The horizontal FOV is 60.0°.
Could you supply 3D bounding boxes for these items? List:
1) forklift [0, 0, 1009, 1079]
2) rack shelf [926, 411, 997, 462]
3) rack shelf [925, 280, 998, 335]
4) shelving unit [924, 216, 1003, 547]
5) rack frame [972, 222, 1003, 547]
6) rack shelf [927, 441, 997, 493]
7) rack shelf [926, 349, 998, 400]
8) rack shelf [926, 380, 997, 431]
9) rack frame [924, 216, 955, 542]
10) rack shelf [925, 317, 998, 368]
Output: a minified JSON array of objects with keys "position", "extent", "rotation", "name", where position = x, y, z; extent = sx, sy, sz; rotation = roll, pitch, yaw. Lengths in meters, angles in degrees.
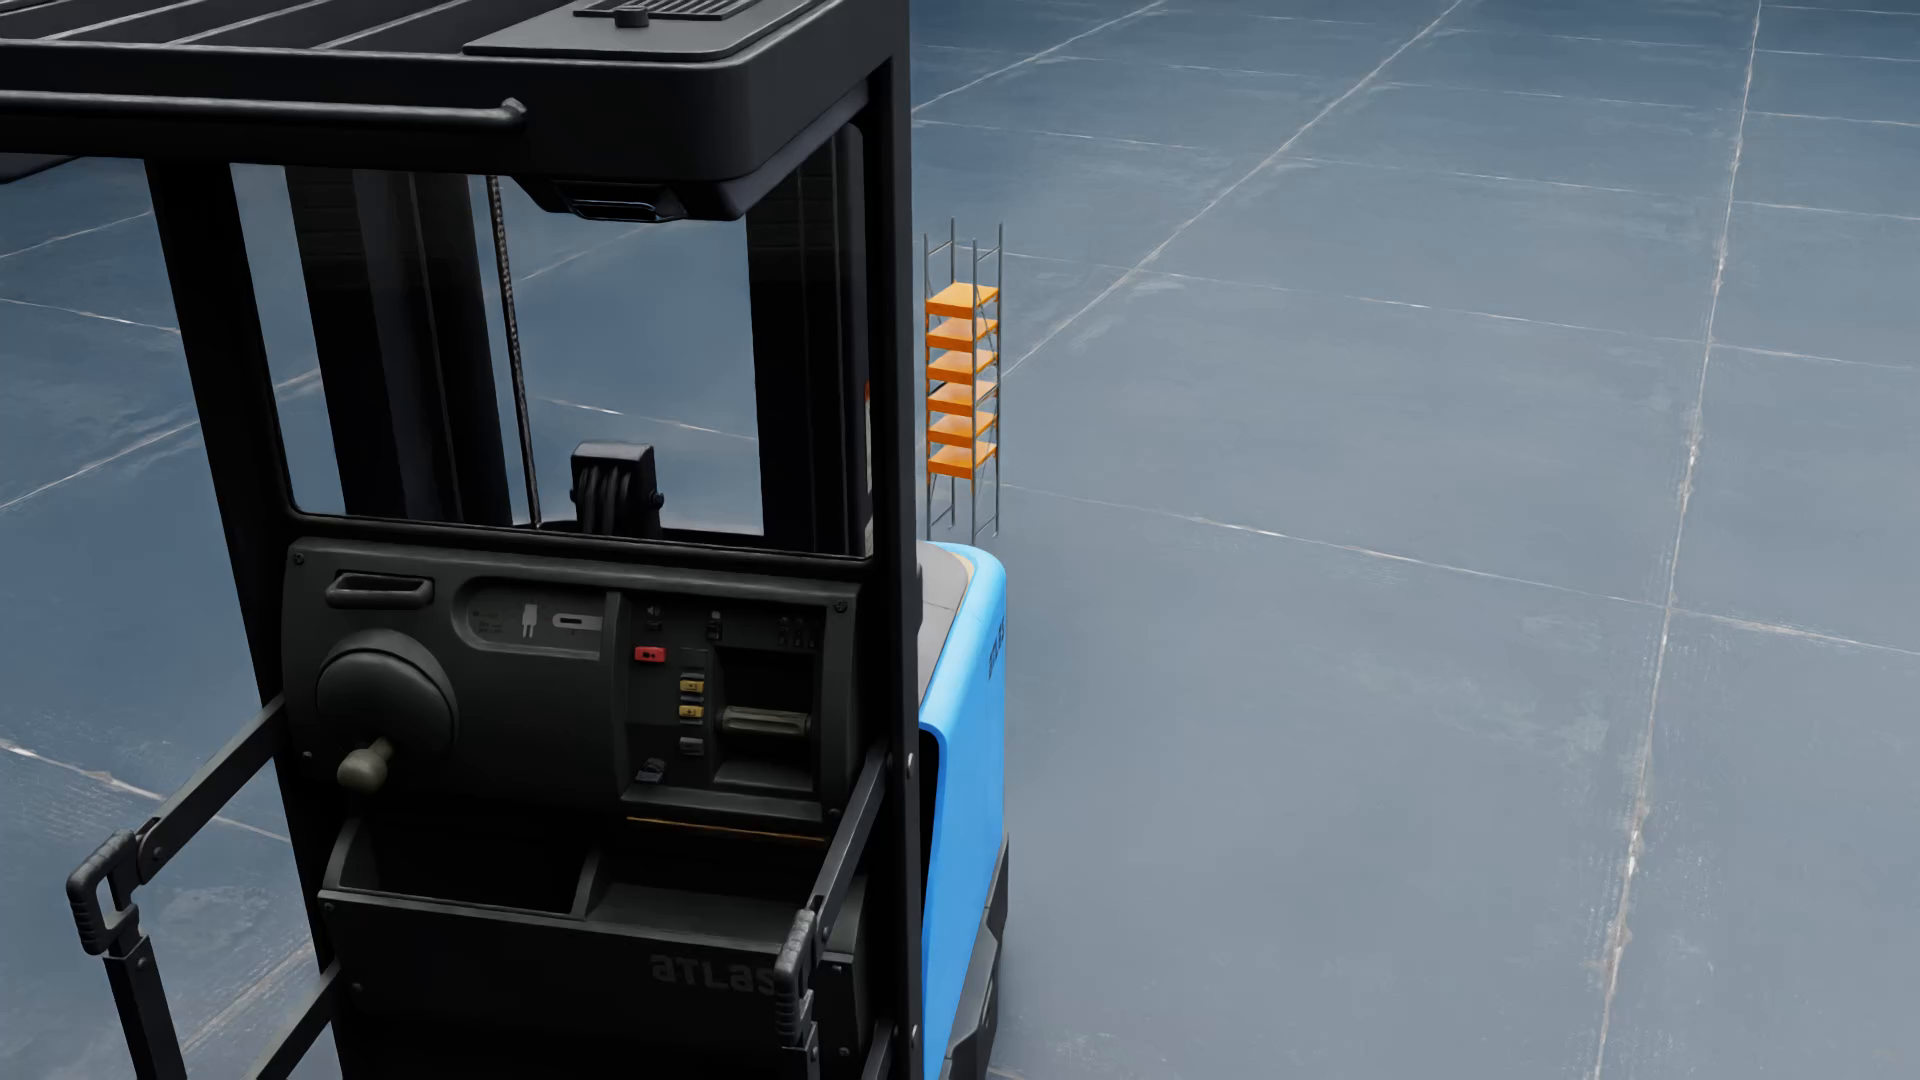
[{"position":[-0.652,0.263,2.398],"extent":[1.130,2.935,3.031],"rotation":[5,27,9],"name":"forklift"},{"position":[0.013,-0.388,6.052],"extent":[0.180,0.103,0.258],"rotation":[11,28,22],"name":"rack shelf"},{"position":[0.013,-0.819,5.840],"extent":[0.180,0.103,0.258],"rotation":[11,28,22],"name":"rack shelf"},{"position":[0.013,-0.536,5.980],"extent":[0.189,1.200,0.258],"rotation":[11,28,22],"name":"shelving unit"},{"position":[0.096,-0.519,5.946],"extent":[0.006,1.200,0.240],"rotation":[11,28,22],"name":"rack frame"},{"position":[0.013,-0.280,6.105],"extent":[0.180,0.103,0.258],"rotation":[11,28,22],"name":"rack shelf"},{"position":[0.013,-0.603,5.946],"extent":[0.180,0.103,0.258],"rotation":[11,28,22],"name":"rack shelf"},{"position":[0.013,-0.496,5.999],"extent":[0.180,0.103,0.258],"rotation":[11,28,22],"name":"rack shelf"},{"position":[-0.070,-0.552,6.014],"extent":[0.006,1.200,0.240],"rotation":[11,28,22],"name":"rack frame"},{"position":[0.013,-0.711,5.893],"extent":[0.180,0.103,0.258],"rotation":[11,28,22],"name":"rack shelf"}]
